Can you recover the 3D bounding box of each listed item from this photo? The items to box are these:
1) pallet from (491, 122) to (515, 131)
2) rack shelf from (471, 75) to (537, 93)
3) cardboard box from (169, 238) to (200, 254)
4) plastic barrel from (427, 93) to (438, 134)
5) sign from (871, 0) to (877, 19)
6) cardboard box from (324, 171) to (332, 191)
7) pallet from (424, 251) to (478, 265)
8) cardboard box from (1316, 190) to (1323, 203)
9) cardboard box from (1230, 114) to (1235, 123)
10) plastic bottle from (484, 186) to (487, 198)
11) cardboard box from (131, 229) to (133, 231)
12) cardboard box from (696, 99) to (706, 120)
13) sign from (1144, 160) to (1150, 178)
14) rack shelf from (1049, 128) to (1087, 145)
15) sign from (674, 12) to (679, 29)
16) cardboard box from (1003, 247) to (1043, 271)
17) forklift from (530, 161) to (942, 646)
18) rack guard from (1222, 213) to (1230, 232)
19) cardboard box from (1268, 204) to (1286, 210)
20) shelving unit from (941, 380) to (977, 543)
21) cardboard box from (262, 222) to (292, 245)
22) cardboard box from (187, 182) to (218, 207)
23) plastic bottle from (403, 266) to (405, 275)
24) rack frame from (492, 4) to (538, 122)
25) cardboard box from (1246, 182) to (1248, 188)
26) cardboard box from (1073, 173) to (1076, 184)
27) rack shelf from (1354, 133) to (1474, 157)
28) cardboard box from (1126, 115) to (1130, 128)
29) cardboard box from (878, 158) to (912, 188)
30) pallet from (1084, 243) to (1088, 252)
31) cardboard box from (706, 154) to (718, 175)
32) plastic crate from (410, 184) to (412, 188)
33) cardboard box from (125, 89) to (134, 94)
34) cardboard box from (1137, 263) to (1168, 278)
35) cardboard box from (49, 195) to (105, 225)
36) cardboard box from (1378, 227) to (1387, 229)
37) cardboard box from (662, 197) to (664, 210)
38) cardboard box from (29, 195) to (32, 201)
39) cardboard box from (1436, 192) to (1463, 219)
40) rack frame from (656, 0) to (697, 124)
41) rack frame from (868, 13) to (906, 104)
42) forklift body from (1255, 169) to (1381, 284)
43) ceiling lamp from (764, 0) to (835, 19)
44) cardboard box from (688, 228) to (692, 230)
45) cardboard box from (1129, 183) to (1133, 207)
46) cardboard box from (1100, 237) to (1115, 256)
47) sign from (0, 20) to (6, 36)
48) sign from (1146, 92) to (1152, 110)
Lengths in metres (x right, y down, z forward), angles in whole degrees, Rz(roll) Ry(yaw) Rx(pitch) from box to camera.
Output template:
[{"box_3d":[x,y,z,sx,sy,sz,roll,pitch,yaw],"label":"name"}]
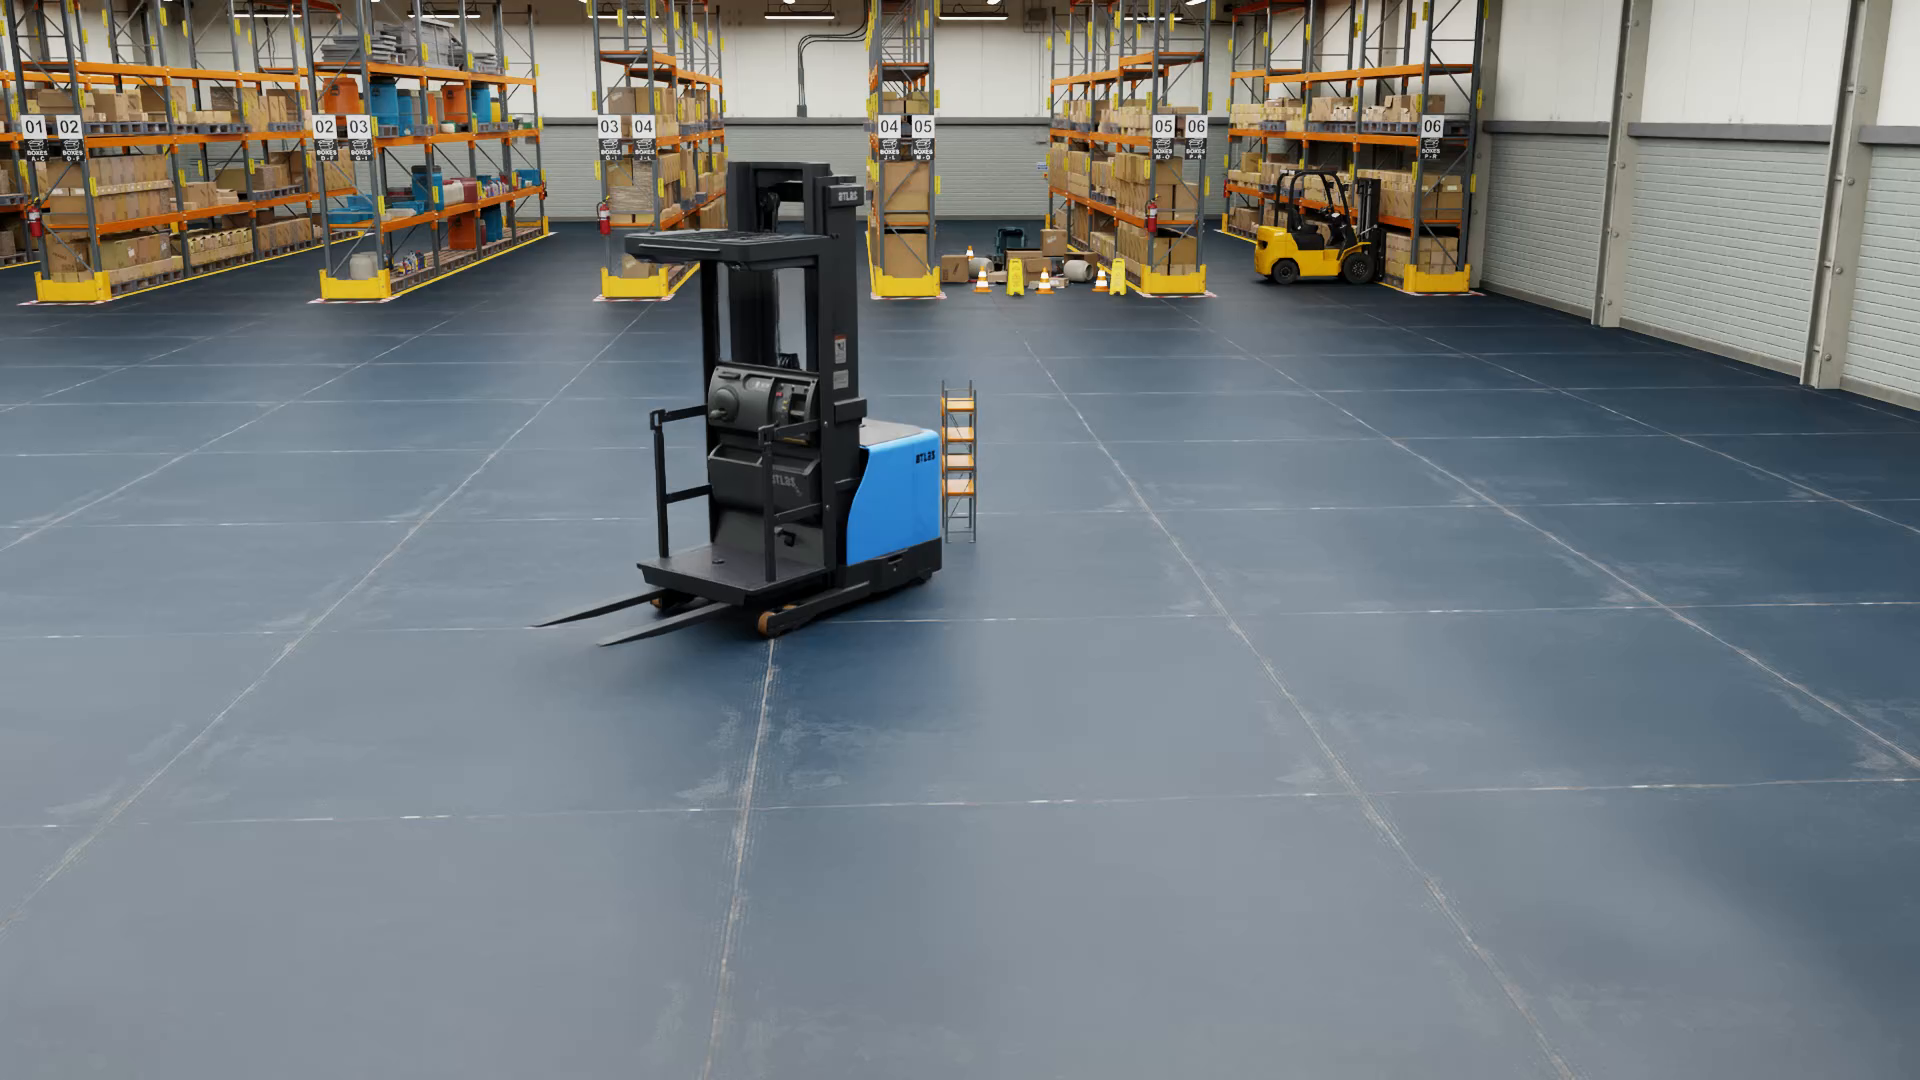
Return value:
[{"box_3d":[-11.460,-9.977,40.143,1.213,0.211,1.003,-1,14,-3],"label":"pallet"},{"box_3d":[-11.730,-11.670,42.570,1.077,0.370,4.000,-1,14,-3],"label":"rack shelf"},{"box_3d":[-15.832,-5.994,33.853,0.500,0.311,0.500,-1,14,-3],"label":"cardboard box"},{"box_3d":[-11.484,-9.105,35.512,0.600,0.830,0.708,-1,14,-3],"label":"plastic barrel"},{"box_3d":[-1.505,-9.344,29.250,0.100,0.325,0.005,-1,14,-3],"label":"sign"},{"box_3d":[-16.374,-9.165,42.426,0.500,0.500,0.500,-1,14,-4],"label":"cardboard box"},{"box_3d":[-11.349,-6.271,36.975,1.003,0.211,1.213,-1,14,-3],"label":"pallet"},{"box_3d":[8.278,-7.682,37.163,0.500,0.250,0.500,-1,14,-5],"label":"cardboard box"},{"box_3d":[7.689,-11.521,45.467,0.500,0.250,0.500,-1,14,-4],"label":"cardboard box"},{"box_3d":[-11.100,-8.124,38.839,0.097,0.271,0.097,0,14,0],"label":"plastic bottle"},{"box_3d":[-21.496,-8.089,42.621,0.700,0.500,0.500,-1,14,-2],"label":"cardboard box"},{"box_3d":[-6.772,-10.832,41.844,0.700,0.500,0.500,-2,15,-7],"label":"cardboard box"},{"box_3d":[3.416,-6.765,30.340,0.100,0.325,0.005,-1,14,-3],"label":"sign"},{"box_3d":[3.104,-10.640,43.786,1.077,0.370,4.000,-1,14,-3],"label":"rack shelf"},{"box_3d":[-5.625,-10.296,32.950,0.100,0.325,0.005,-1,14,-3],"label":"sign"},{"box_3d":[1.269,-5.541,33.281,0.797,0.637,0.503,-1,14,-3],"label":"cardboard box"},{"box_3d":[-1.431,-0.935,10.778,1.130,2.935,3.031,11,18,36],"label":"forklift"},{"box_3d":[7.939,-8.882,46.542,1.175,0.500,0.348,-1,14,-3],"label":"rack guard"},{"box_3d":[8.002,-8.410,41.968,0.380,0.149,0.250,-2,15,-6],"label":"cardboard box"},{"box_3d":[-0.010,-0.622,13.037,0.258,1.200,0.503,-1,14,-3],"label":"shelving unit"},{"box_3d":[-16.147,-7.244,39.294,0.500,0.500,0.500,-1,14,-5],"label":"cardboard box"},{"box_3d":[-16.183,-7.370,35.451,0.500,0.500,0.500,-2,15,-6],"label":"cardboard box"},{"box_3d":[-10.671,-5.164,31.811,0.097,0.201,0.097,0,14,0],"label":"plastic bottle"},{"box_3d":[-11.854,-12.709,44.364,1.000,3.000,0.127,-1,14,-3],"label":"rack frame"},{"box_3d":[7.832,-9.454,44.255,0.380,0.149,0.250,-1,14,-4],"label":"cardboard box"},{"box_3d":[3.039,-8.839,40.659,0.500,0.250,0.500,-1,14,-3],"label":"cardboard box"},{"box_3d":[8.801,-7.734,32.488,1.077,0.370,4.000,-1,14,-3],"label":"rack shelf"},{"box_3d":[3.537,-8.207,32.587,0.500,0.250,0.500,-1,14,-3],"label":"cardboard box"},{"box_3d":[-1.135,-7.048,31.931,0.875,0.550,0.500,-1,14,-3],"label":"cardboard box"},{"box_3d":[3.502,-6.891,39.384,1.003,0.211,1.213,-1,14,-3],"label":"pallet"},{"box_3d":[-6.460,-9.566,42.385,0.500,0.500,0.500,-1,14,-3],"label":"cardboard box"},{"box_3d":[-11.564,-7.439,35.790,0.402,0.464,0.583,-1,14,-3],"label":"plastic crate"},{"box_3d":[-21.364,-11.214,42.324,0.500,0.500,0.500,-2,15,-6],"label":"cardboard box"},{"box_3d":[3.651,-5.129,31.616,0.500,0.250,0.500,-1,14,-4],"label":"cardboard box"},{"box_3d":[-15.823,-5.914,29.792,0.700,0.500,0.500,-1,14,-3],"label":"cardboard box"},{"box_3d":[8.416,-6.230,33.890,0.500,0.250,0.500,-1,14,-3],"label":"cardboard box"},{"box_3d":[-6.065,-6.479,31.389,0.875,0.500,0.500,-1,14,-3],"label":"cardboard box"},{"box_3d":[-21.043,-7.698,37.389,0.380,0.149,0.250,-1,14,-3],"label":"cardboard box"},{"box_3d":[9.172,-6.308,31.322,0.500,0.500,0.500,0,14,-2],"label":"cardboard box"},{"box_3d":[-6.415,-10.796,36.928,1.000,3.000,0.127,-1,14,-3],"label":"rack frame"},{"box_3d":[-1.954,-12.837,44.861,1.000,3.000,0.127,-1,14,-3],"label":"rack frame"},{"box_3d":[6.987,-6.164,32.668,2.313,2.155,1.214,-1,14,-3],"label":"forklift body"},{"box_3d":[-4.547,-16.320,46.680,2.000,3.185,0.800,-1,14,-3],"label":"ceiling lamp"},{"box_3d":[-6.354,-6.727,37.286,0.700,0.500,0.500,-2,15,-6],"label":"cardboard box"},{"box_3d":[3.596,-6.753,32.455,0.500,0.500,0.500,-1,14,-3],"label":"cardboard box"},{"box_3d":[3.596,-6.462,36.552,0.950,0.372,0.625,0,14,-2],"label":"cardboard box"},{"box_3d":[-20.706,-11.068,35.952,0.100,0.325,0.005,-1,14,-3],"label":"sign"},{"box_3d":[3.416,-7.932,30.039,0.100,0.325,0.005,-1,14,-3],"label":"sign"}]
